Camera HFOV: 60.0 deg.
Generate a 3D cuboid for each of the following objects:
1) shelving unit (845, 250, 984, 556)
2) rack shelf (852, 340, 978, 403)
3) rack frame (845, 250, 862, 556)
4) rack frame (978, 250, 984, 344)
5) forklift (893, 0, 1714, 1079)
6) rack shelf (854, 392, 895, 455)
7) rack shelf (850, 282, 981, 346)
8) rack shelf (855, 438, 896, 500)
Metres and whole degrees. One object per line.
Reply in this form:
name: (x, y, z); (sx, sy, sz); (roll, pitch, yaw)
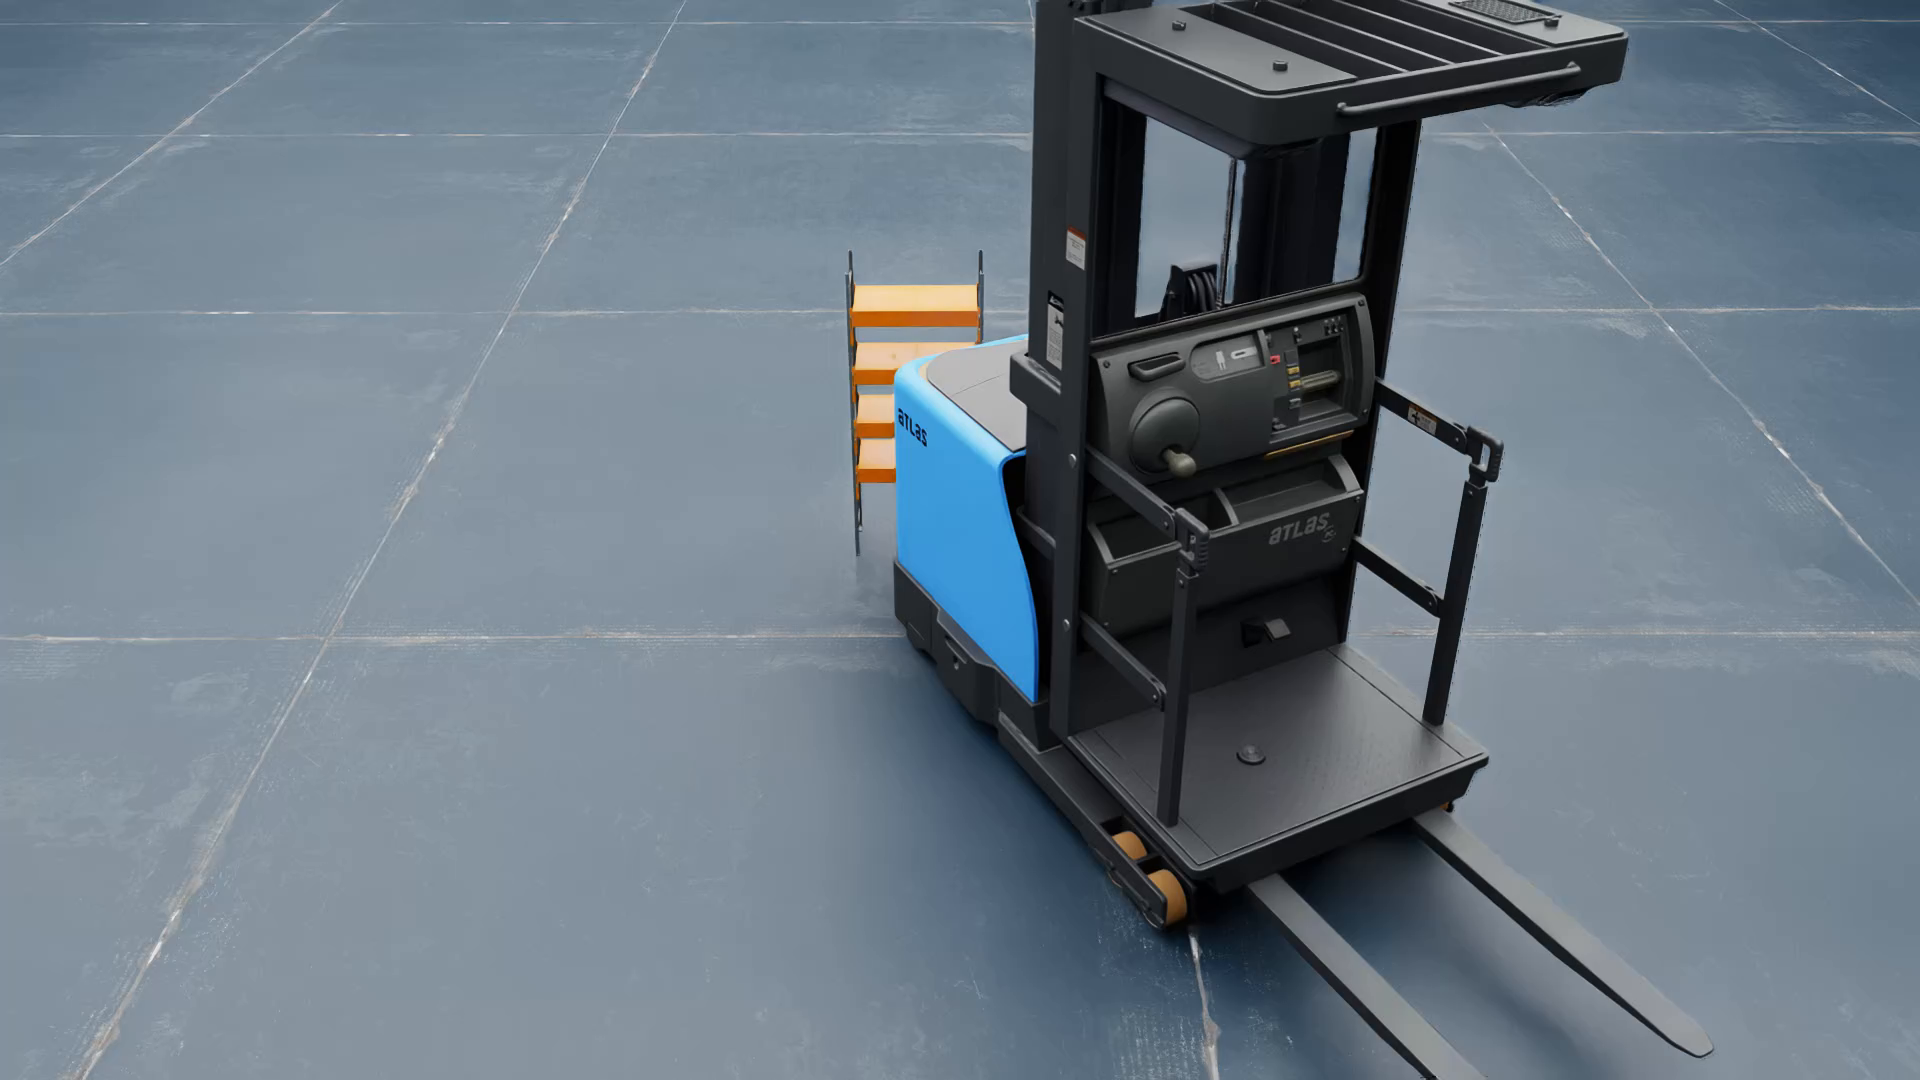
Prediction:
shelving unit: (-0.166, -0.512, 6.438); (0.503, 1.200, 0.258); (0, 31, 0)
rack shelf: (-0.166, -0.646, 6.357); (0.480, 0.148, 0.258); (0, 31, 0)
rack frame: (-0.410, -0.512, 6.437); (0.015, 1.200, 0.240); (0, 31, 0)
rack frame: (0.078, -0.513, 6.439); (0.015, 1.200, 0.240); (0, 31, 0)
forklift: (0.898, -0.386, 4.561); (1.130, 2.935, 3.031); (-16, 35, -24)
rack shelf: (-0.166, -0.455, 6.473); (0.480, 0.148, 0.258); (0, 31, 0)
rack shelf: (-0.166, -0.848, 6.234); (0.480, 0.148, 0.258); (0, 31, 0)
rack shelf: (-0.166, -0.285, 6.576); (0.480, 0.148, 0.258); (0, 31, 0)
